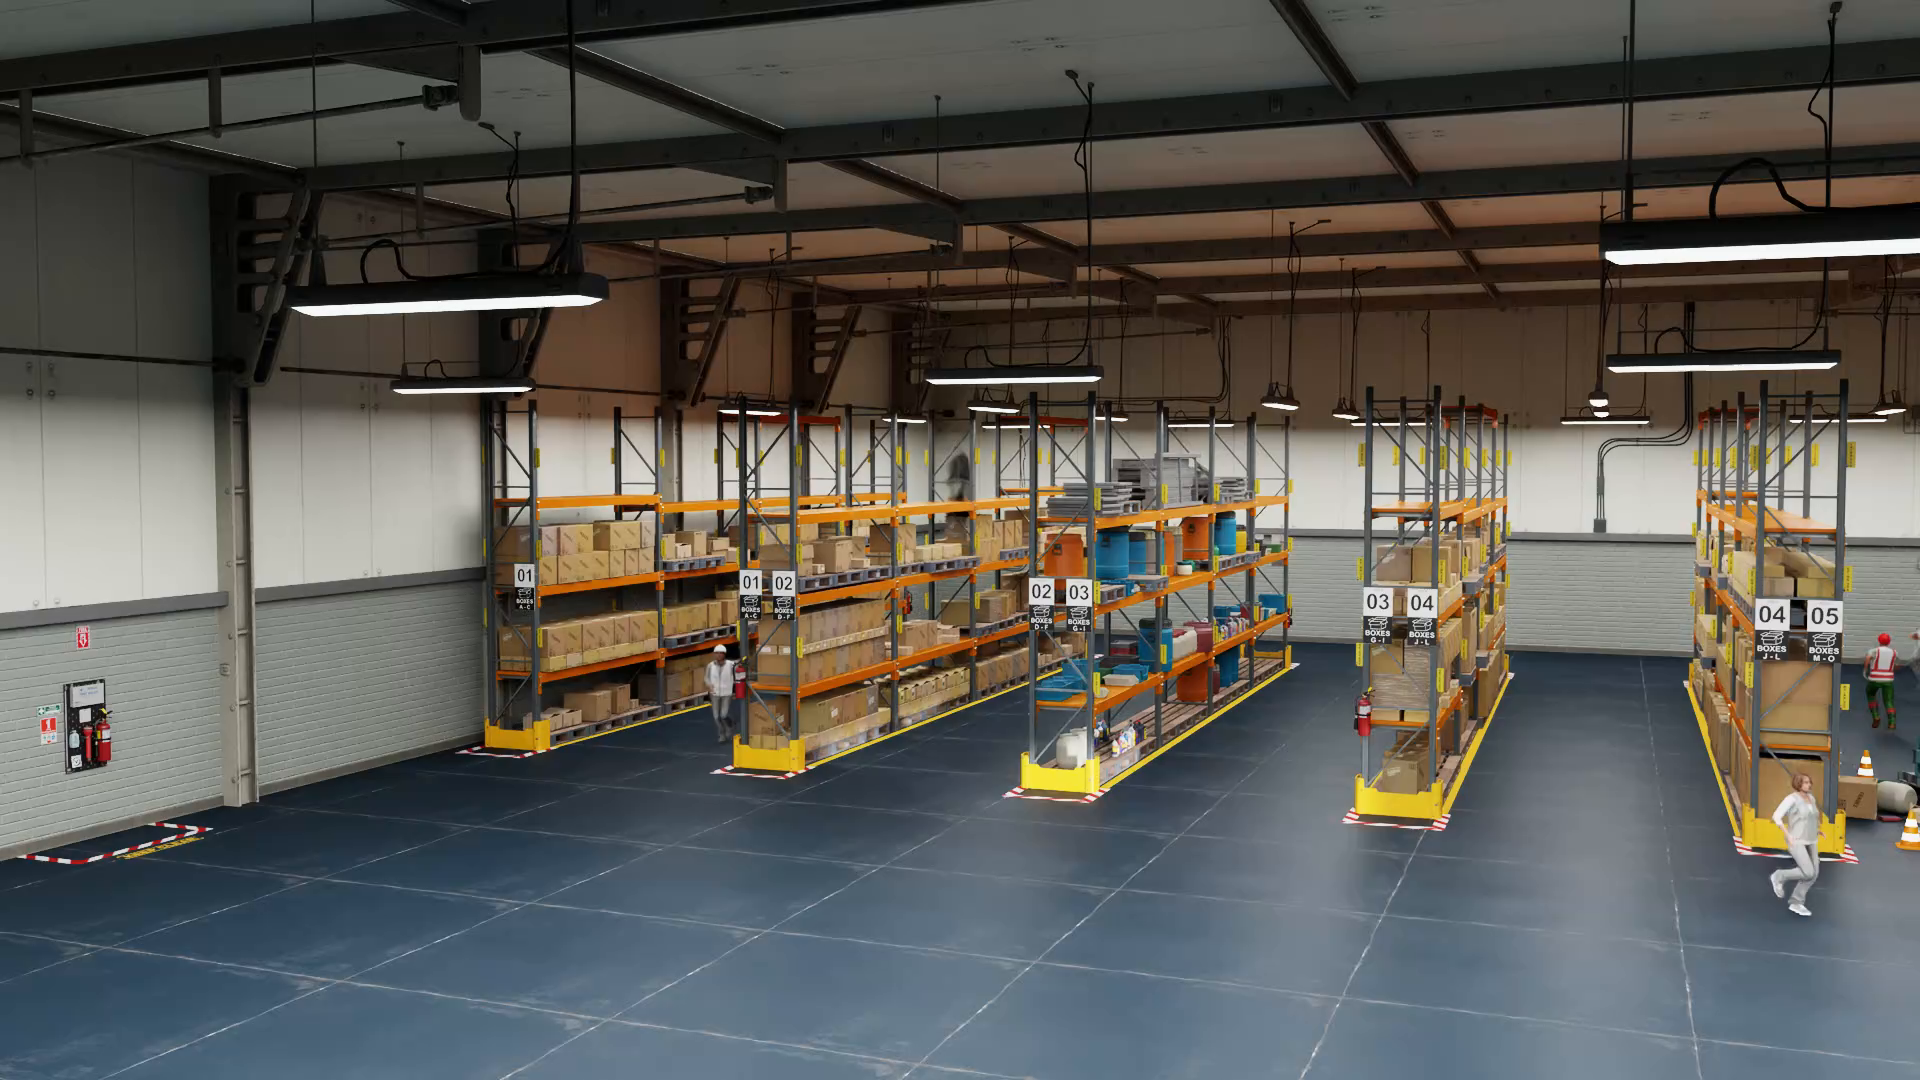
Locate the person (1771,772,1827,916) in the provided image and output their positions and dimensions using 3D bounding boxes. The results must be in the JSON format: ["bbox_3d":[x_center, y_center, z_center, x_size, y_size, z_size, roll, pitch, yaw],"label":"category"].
[{"bbox_3d":[9.231,3.331,18.275,0.539,1.560,0.544,-1,3,-22],"label":"person"}]

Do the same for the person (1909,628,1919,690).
[{"bbox_3d":[20.777,2.361,35.773,0.728,1.800,0.671,1,3,14],"label":"person"}]

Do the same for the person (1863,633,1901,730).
[{"bbox_3d":[16.899,2.599,30.518,0.671,1.783,0.884,1,3,16],"label":"person"}]

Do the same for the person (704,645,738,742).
[{"bbox_3d":[-4.174,2.696,29.144,0.640,1.726,0.662,0,3,5],"label":"person"}]
